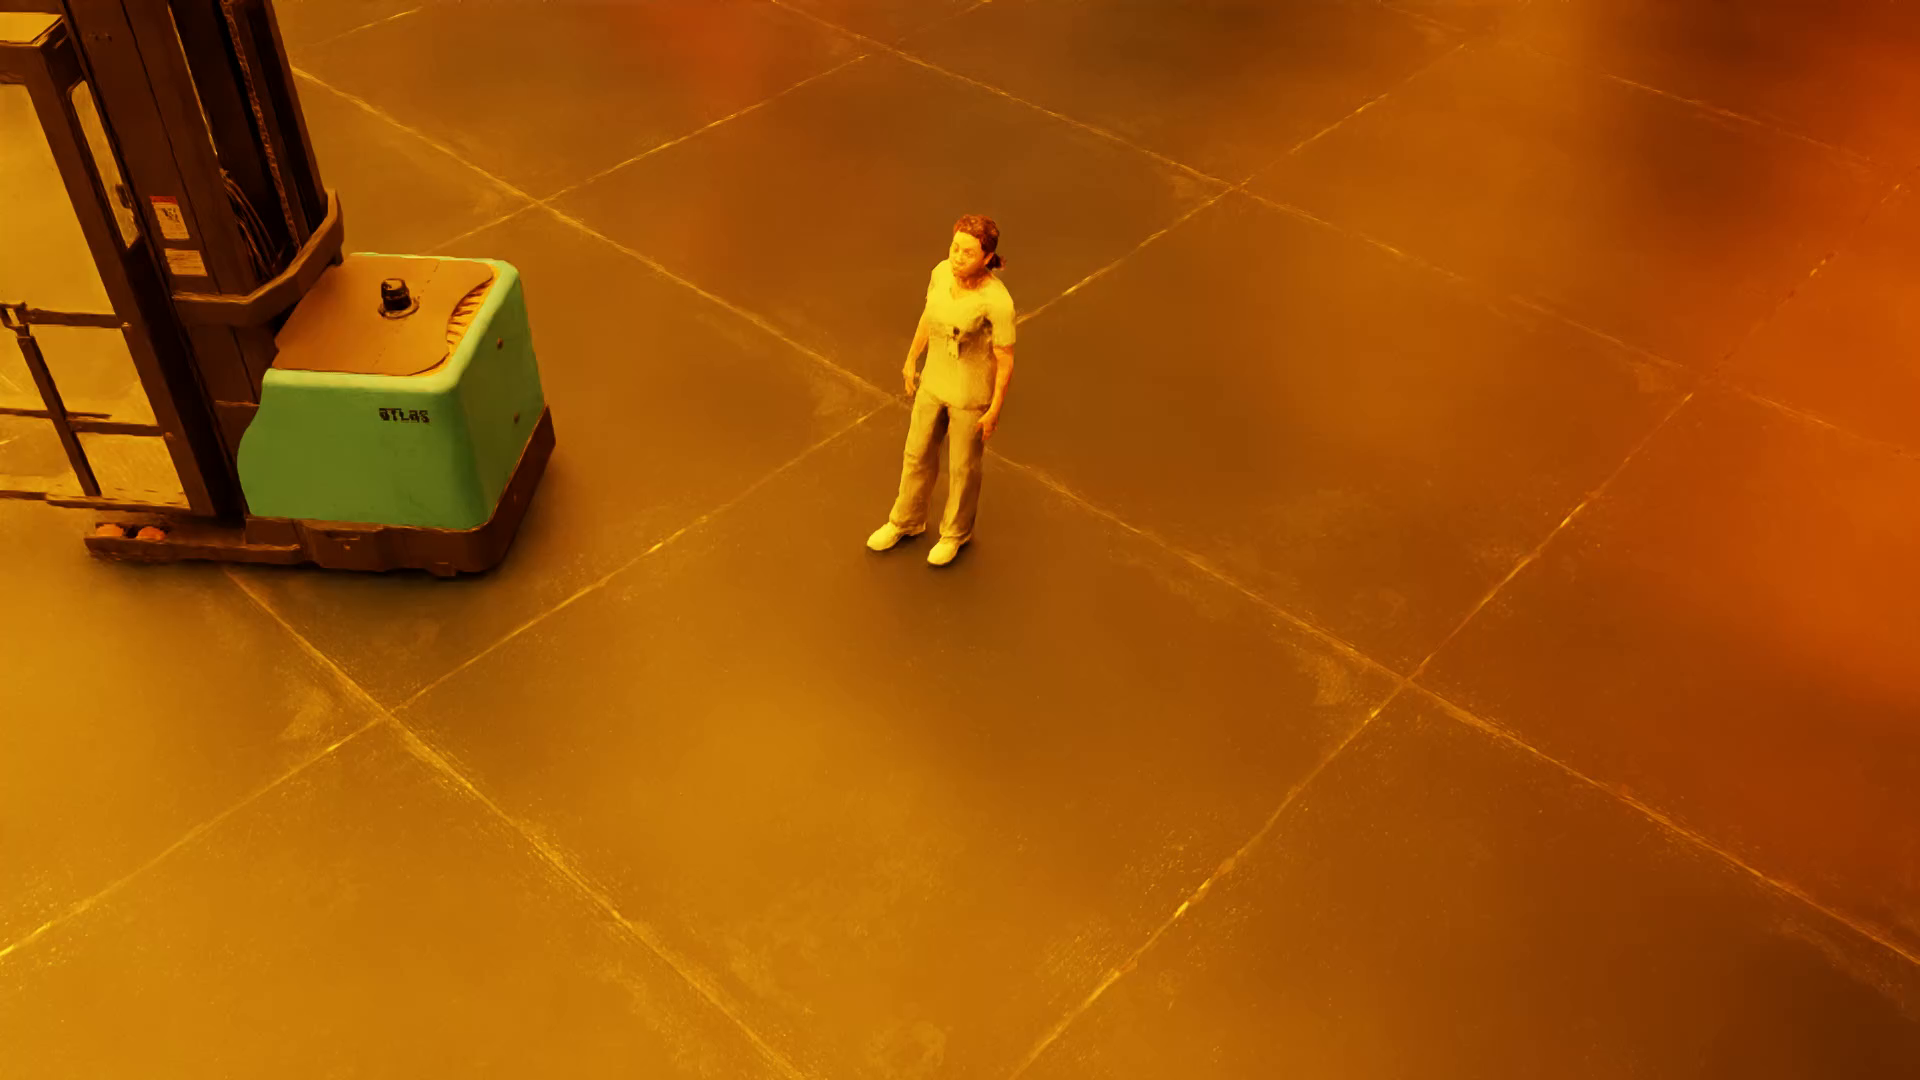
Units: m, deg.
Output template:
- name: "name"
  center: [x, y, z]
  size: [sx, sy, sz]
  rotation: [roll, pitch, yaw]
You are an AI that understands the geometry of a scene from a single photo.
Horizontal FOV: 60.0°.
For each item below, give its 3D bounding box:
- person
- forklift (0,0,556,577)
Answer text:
- name: "person"
  center: [-0.060, -0.612, 7.094]
  size: [0.550, 1.674, 0.548]
  rotation: [31, 49, 31]
- name: "forklift"
  center: [-3.523, -1.345, 6.996]
  size: [3.031, 2.935, 1.130]
  rotation: [4, 41, 4]
